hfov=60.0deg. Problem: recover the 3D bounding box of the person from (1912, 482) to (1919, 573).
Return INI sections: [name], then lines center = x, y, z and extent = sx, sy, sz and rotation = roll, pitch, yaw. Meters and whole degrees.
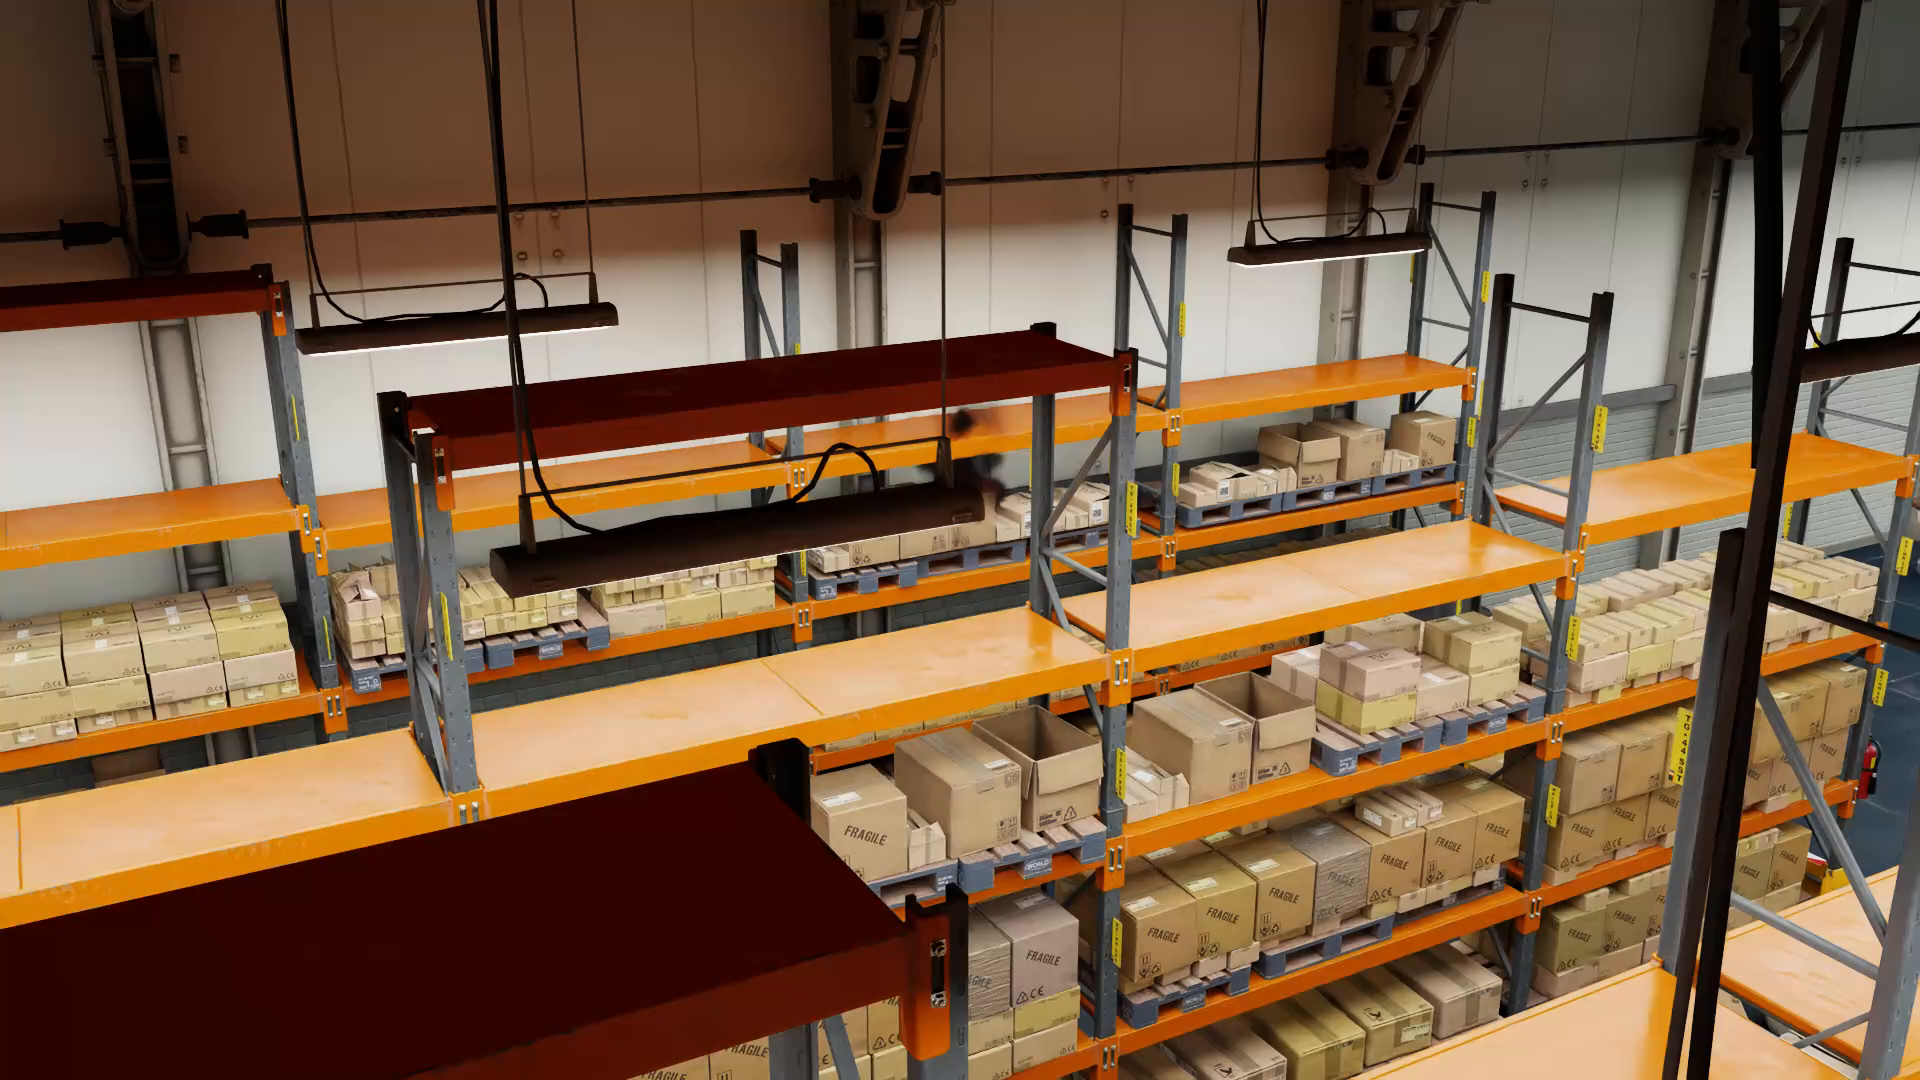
[person]
center = 13.743, -0.249, 23.525
extent = 0.689, 1.743, 0.683
rotation = -12, 22, -33
